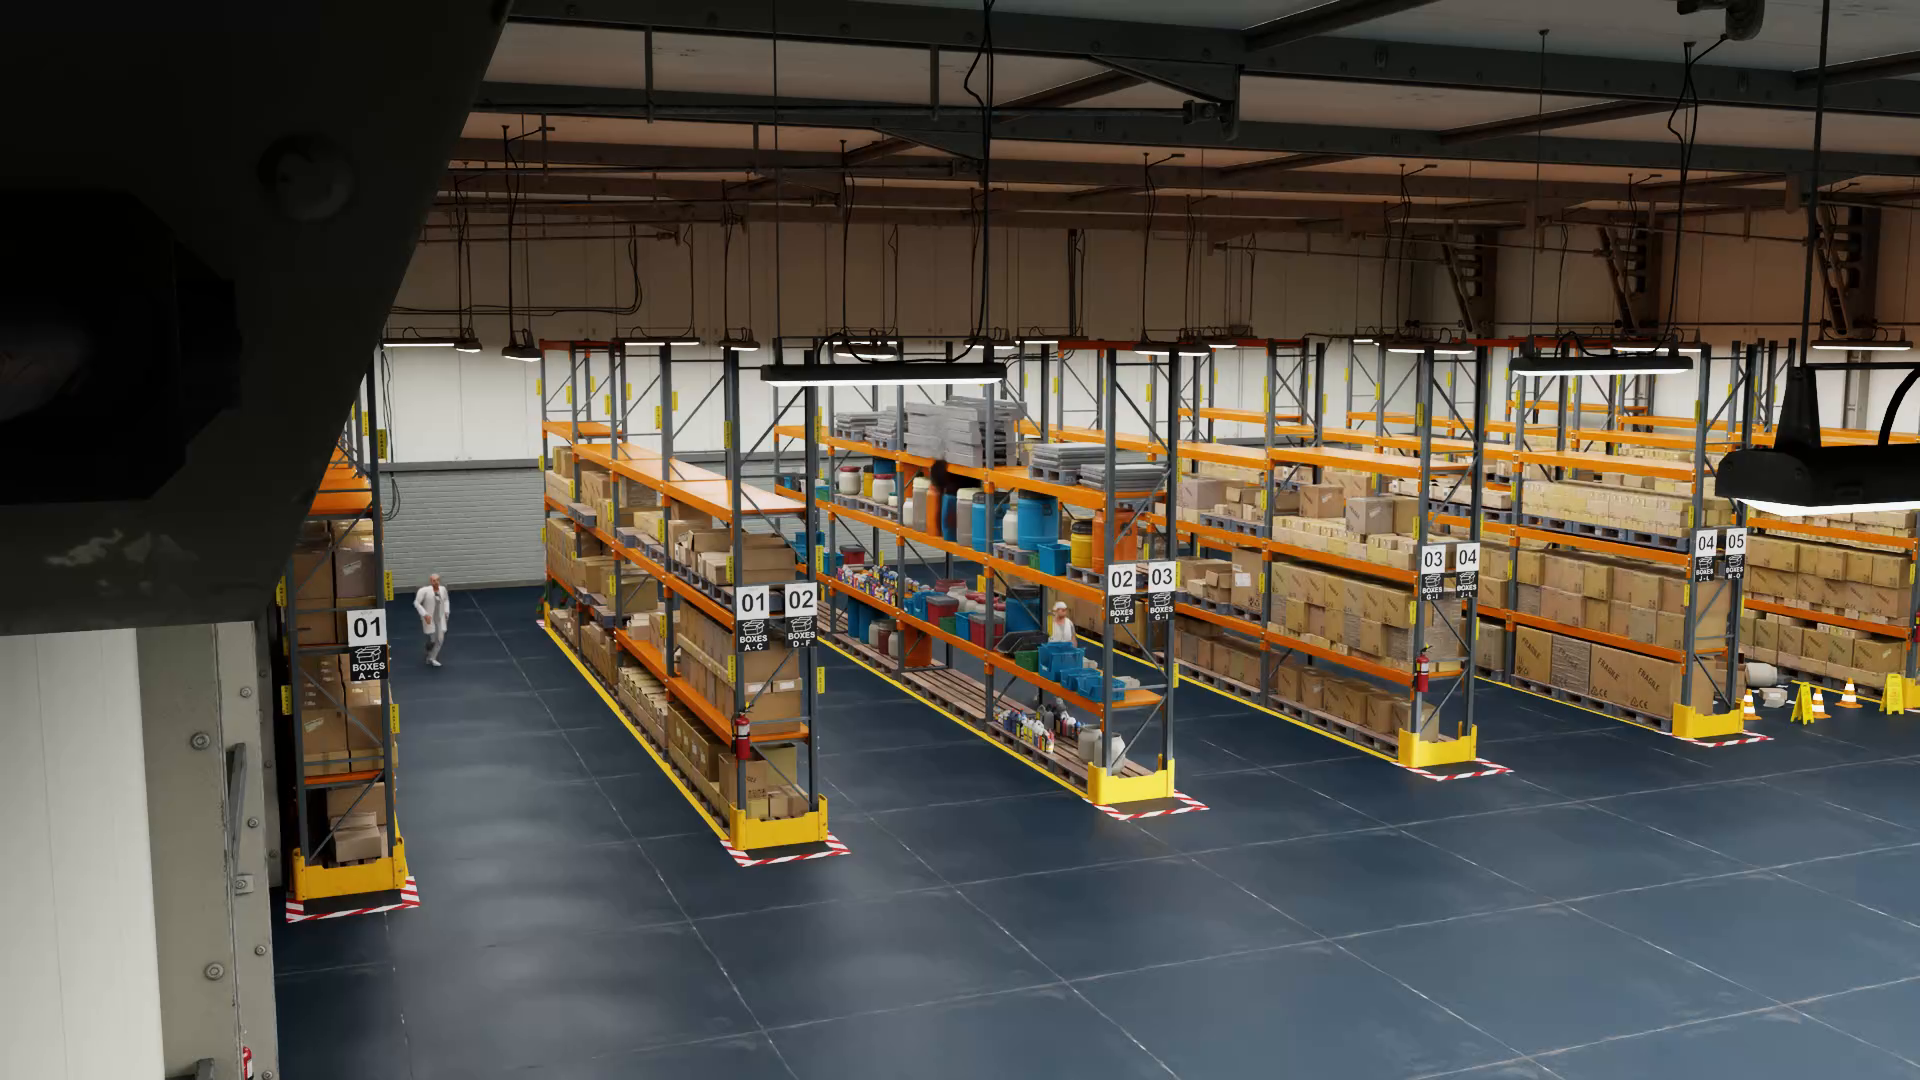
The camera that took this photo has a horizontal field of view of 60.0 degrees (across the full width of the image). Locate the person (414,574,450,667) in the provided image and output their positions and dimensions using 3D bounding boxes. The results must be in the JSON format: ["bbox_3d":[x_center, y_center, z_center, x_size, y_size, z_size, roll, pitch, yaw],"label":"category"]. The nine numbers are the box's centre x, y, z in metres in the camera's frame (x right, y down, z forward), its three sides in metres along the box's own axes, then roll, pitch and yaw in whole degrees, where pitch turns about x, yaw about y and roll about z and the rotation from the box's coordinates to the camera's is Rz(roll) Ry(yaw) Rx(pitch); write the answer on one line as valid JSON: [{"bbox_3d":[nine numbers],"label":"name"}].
[{"bbox_3d":[-9.832,1.467,30.934,0.710,1.725,0.645,-6,10,-40],"label":"person"}]

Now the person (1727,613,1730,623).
[{"bbox_3d":[15.504,1.211,33.508,0.725,1.566,0.951,-6,9,-38],"label":"person"}]

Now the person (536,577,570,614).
[{"bbox_3d":[-8.746,0.798,35.966,0.837,1.772,0.682,-4,9,-30],"label":"person"}]

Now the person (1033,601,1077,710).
[{"bbox_3d":[1.578,1.885,27.385,0.685,1.781,0.568,-3,8,-21],"label":"person"}]
